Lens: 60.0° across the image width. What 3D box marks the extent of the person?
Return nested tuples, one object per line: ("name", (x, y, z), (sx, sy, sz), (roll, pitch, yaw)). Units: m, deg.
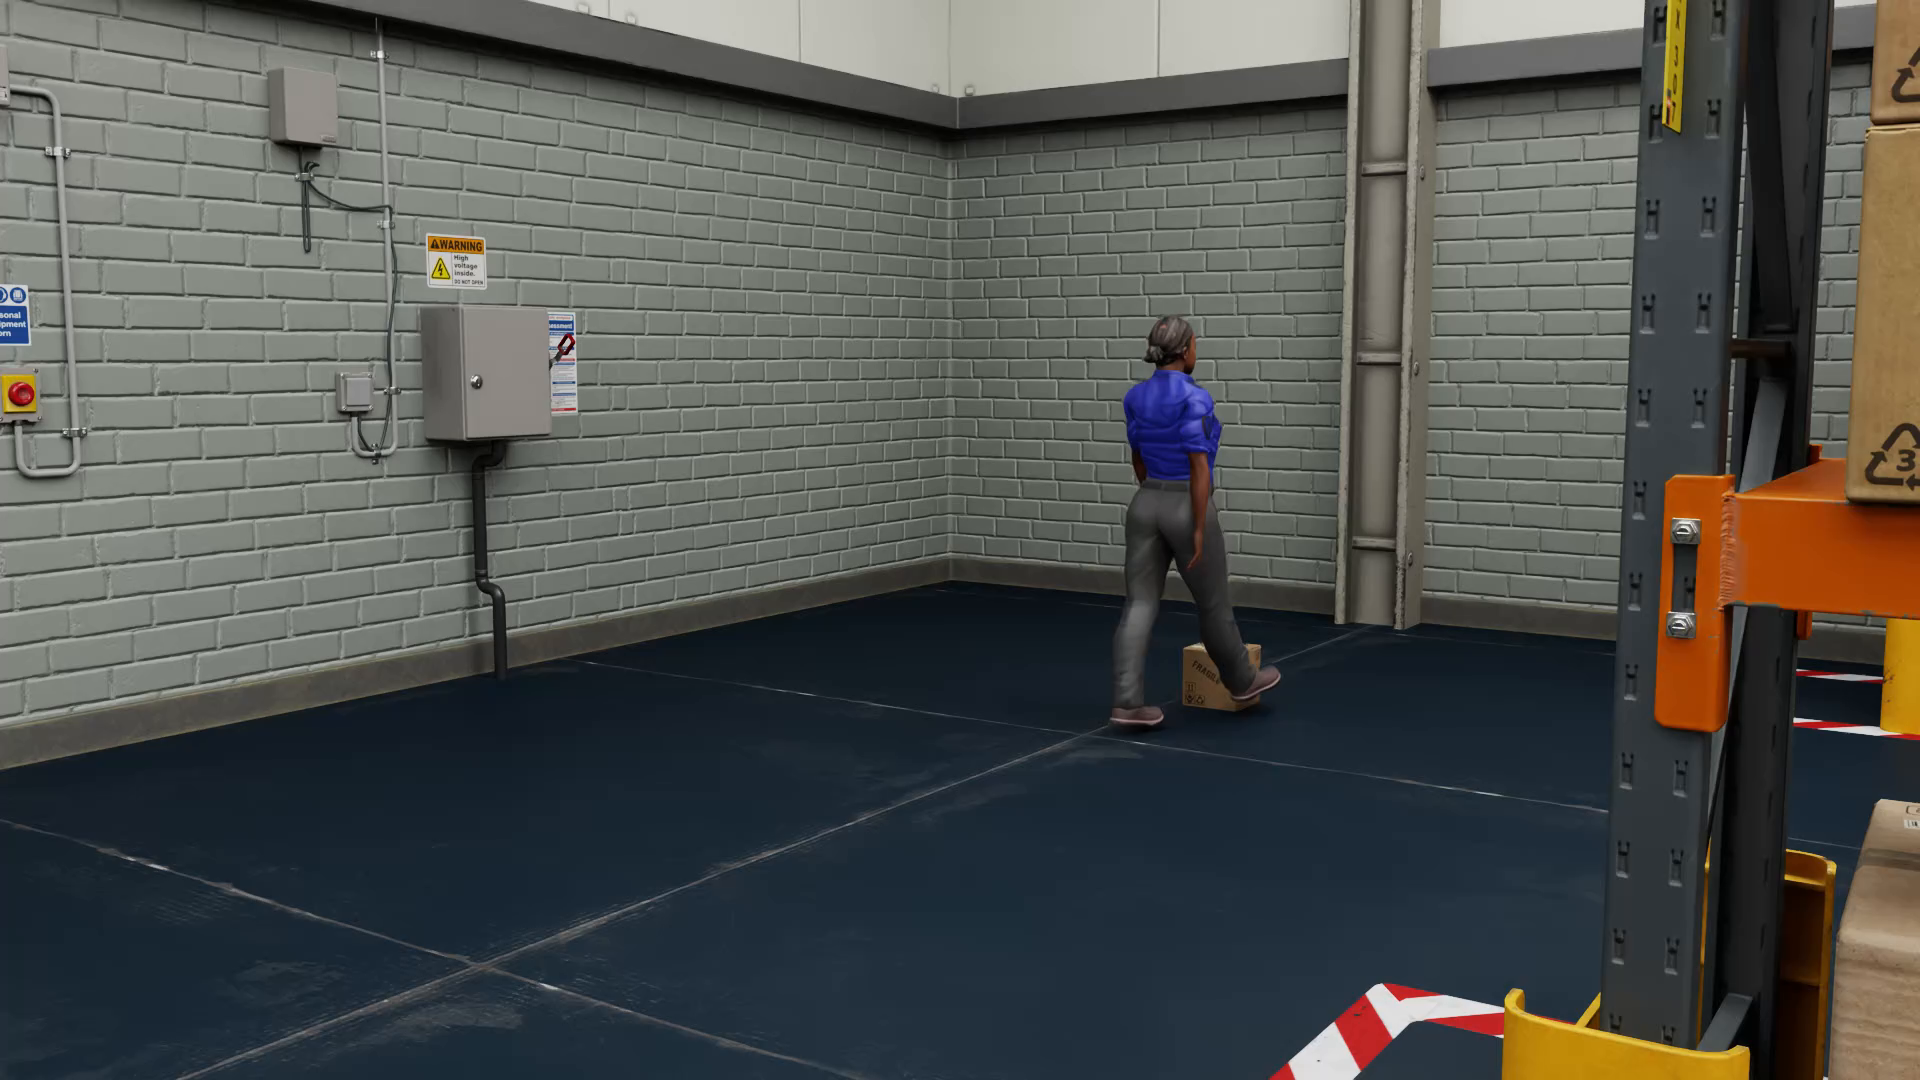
("person", (0.923, -0.090, 6.745), (0.451, 1.618, 0.920), (5, 8, 39))
